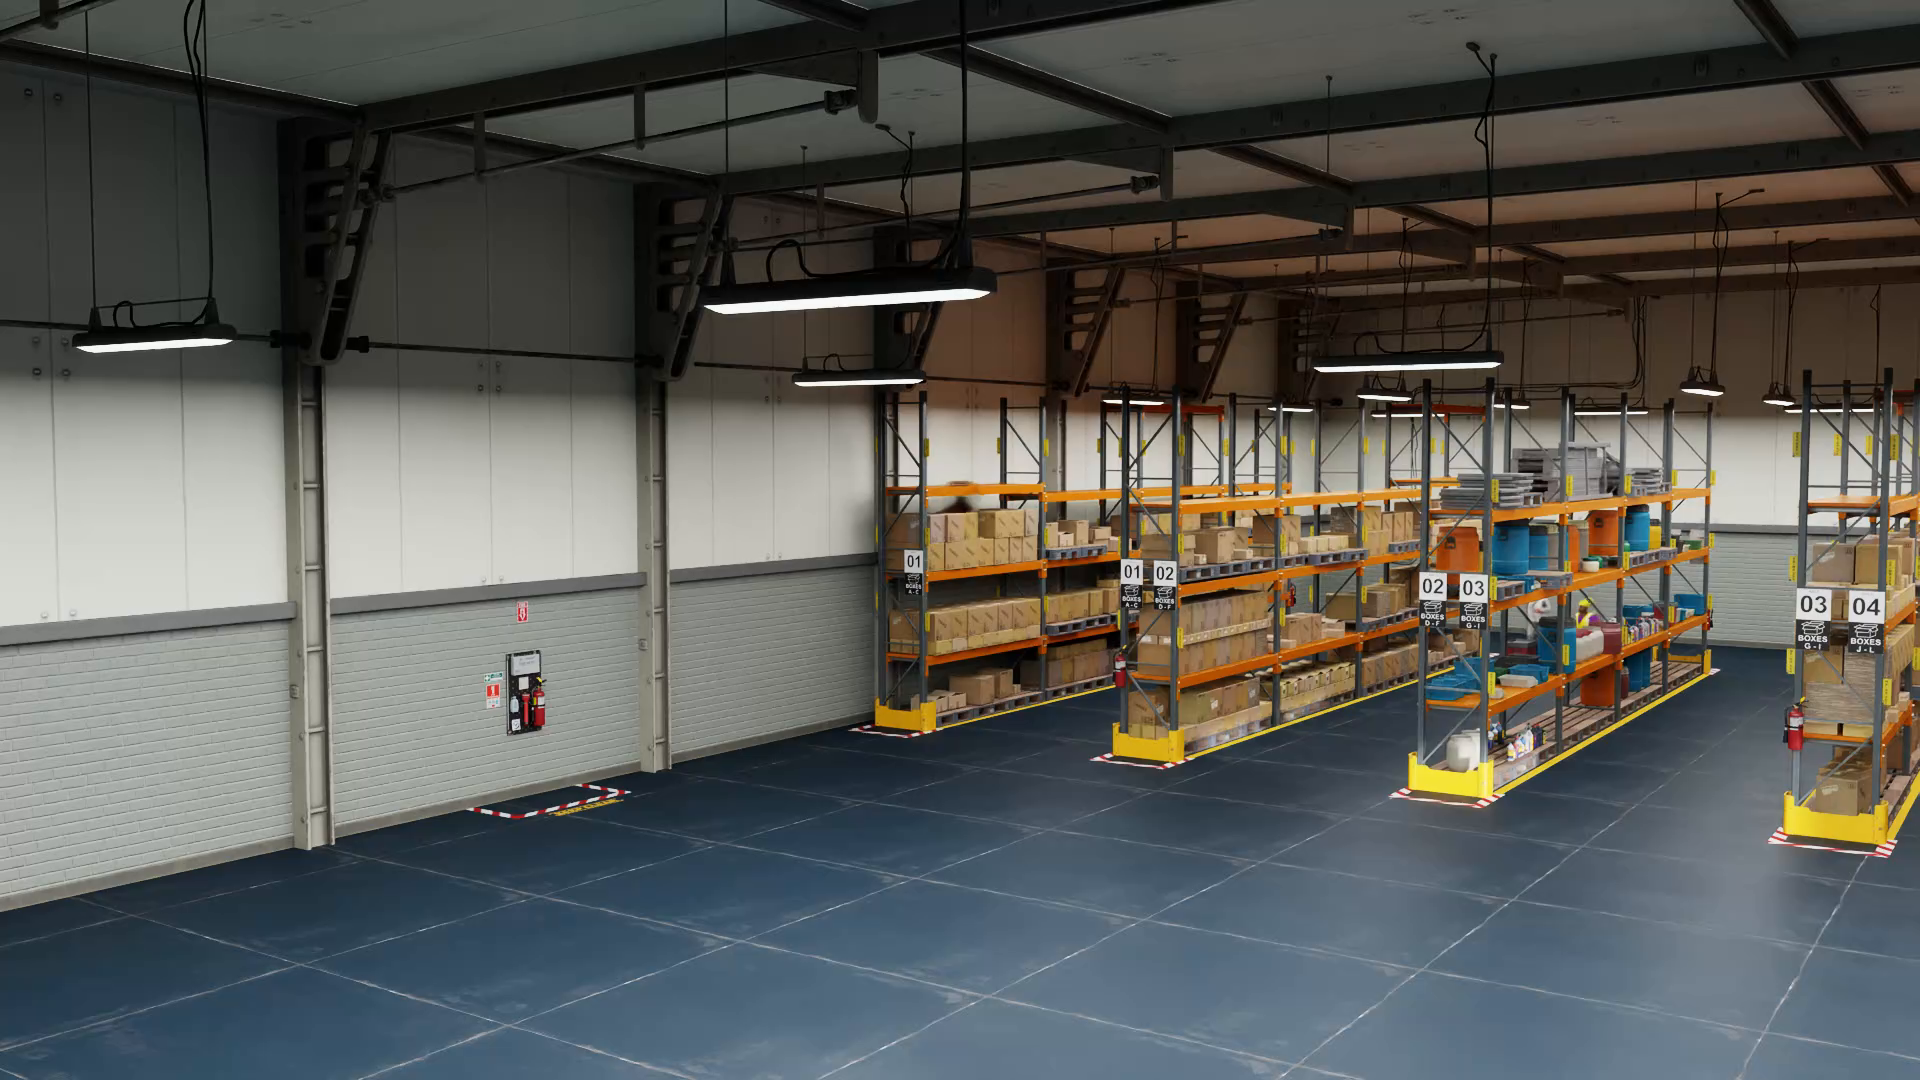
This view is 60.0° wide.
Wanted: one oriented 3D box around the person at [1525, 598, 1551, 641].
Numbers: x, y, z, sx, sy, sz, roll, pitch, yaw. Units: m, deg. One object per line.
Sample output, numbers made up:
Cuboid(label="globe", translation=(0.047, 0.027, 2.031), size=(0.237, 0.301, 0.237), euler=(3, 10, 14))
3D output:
Cuboid(label="person", translation=(13.628, 1.910, 39.273), size=(0.648, 1.747, 0.995), euler=(2, 4, 32))

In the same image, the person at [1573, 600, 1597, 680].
Cuboid(label="person", translation=(13.343, 2.144, 35.656), size=(0.570, 1.714, 1.039), euler=(3, 4, 40))
